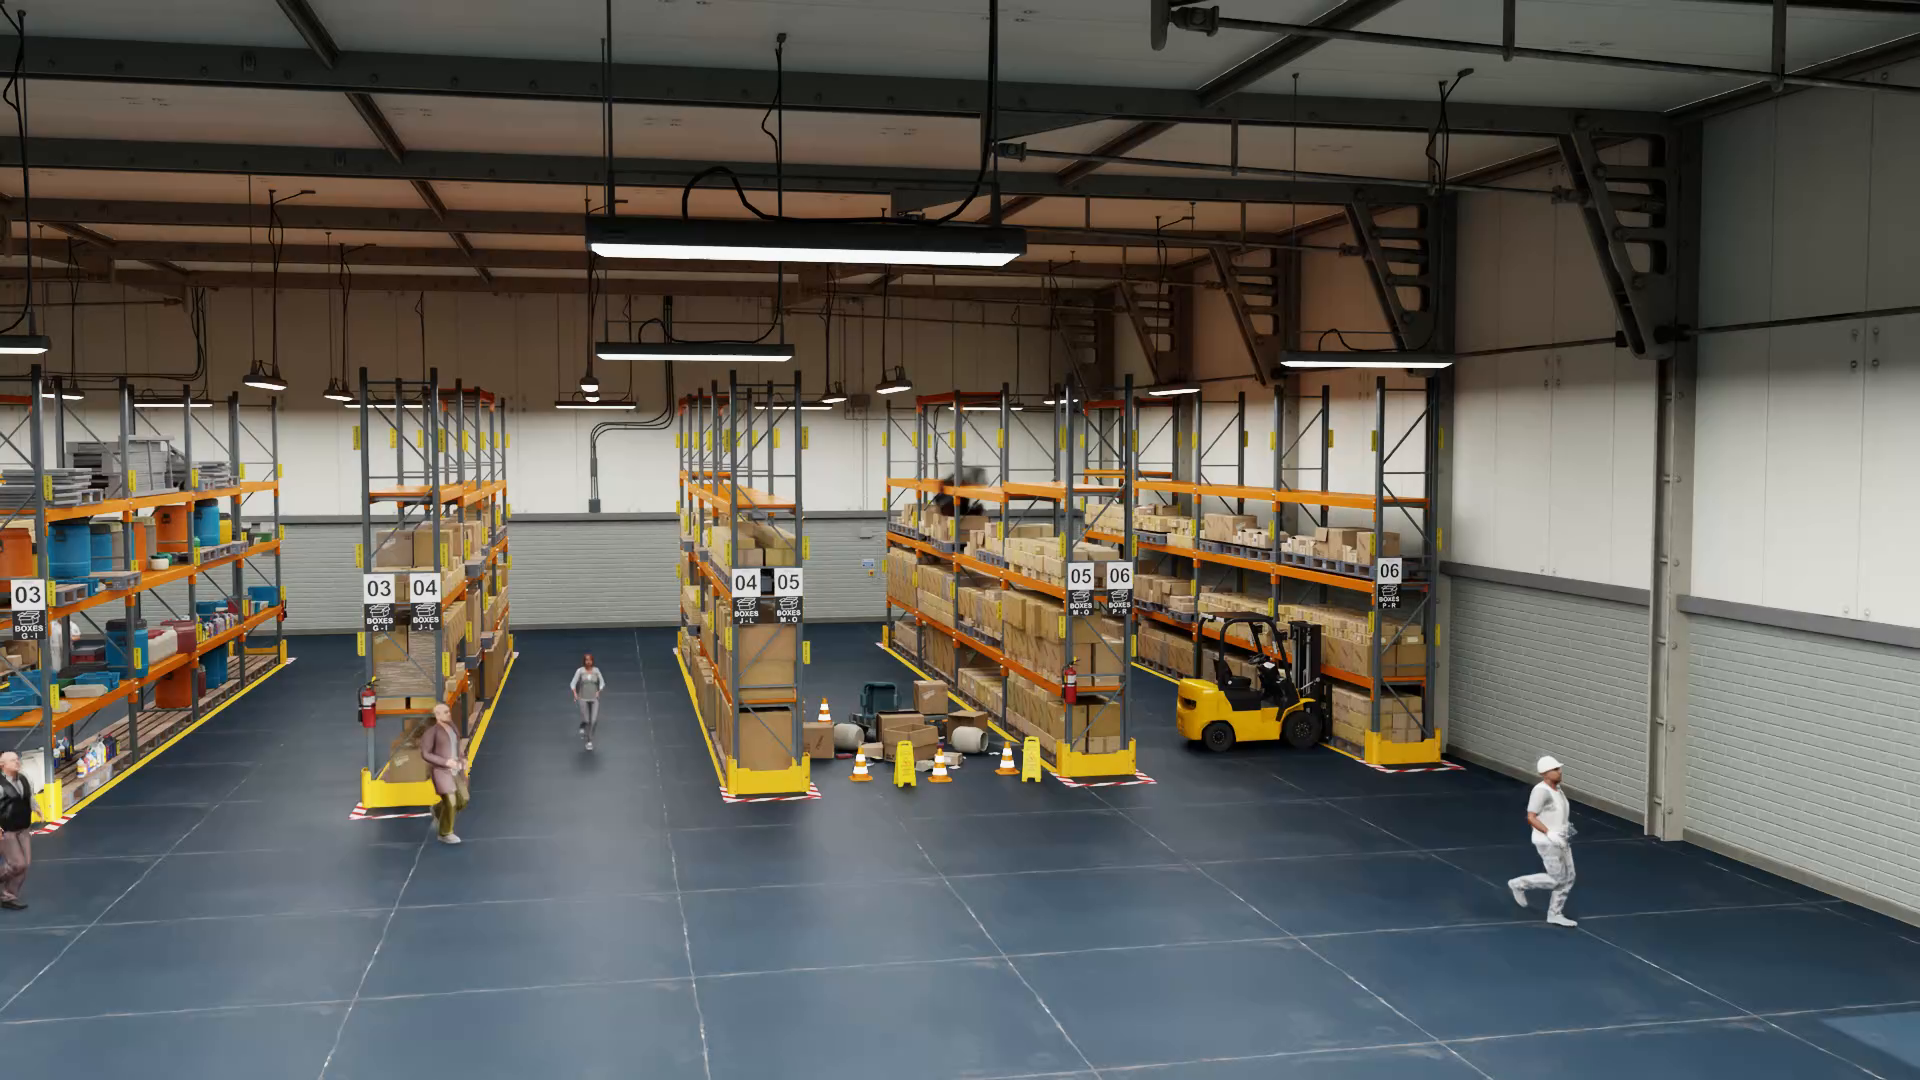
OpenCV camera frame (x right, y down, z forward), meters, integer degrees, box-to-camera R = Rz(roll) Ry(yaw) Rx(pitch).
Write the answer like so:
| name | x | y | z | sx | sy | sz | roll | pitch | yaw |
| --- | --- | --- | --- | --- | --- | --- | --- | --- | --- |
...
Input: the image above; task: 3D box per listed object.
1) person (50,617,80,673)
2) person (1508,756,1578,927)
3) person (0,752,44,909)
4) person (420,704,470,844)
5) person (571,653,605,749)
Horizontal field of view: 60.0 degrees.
| name | x | y | z | sx | sy | sz | roll | pitch | yaw |
| --- | --- | --- | --- | --- | --- | --- | --- | --- | --- |
| person | -17.313 | 2.196 | 32.059 | 0.640 | 1.820 | 0.891 | -2 | 4 | -25 |
| person | 6.076 | 3.108 | 17.257 | 0.689 | 1.743 | 0.670 | 2 | 4 | 36 |
| person | -10.148 | 3.105 | 17.791 | 0.576 | 1.689 | 0.675 | 1 | 3 | 13 |
| person | -6.421 | 2.902 | 20.713 | 0.668 | 1.735 | 0.729 | 2 | 4 | 26 |
| person | -6.053 | 2.631 | 27.105 | 0.545 | 1.544 | 0.542 | -1 | 4 | -20 |
